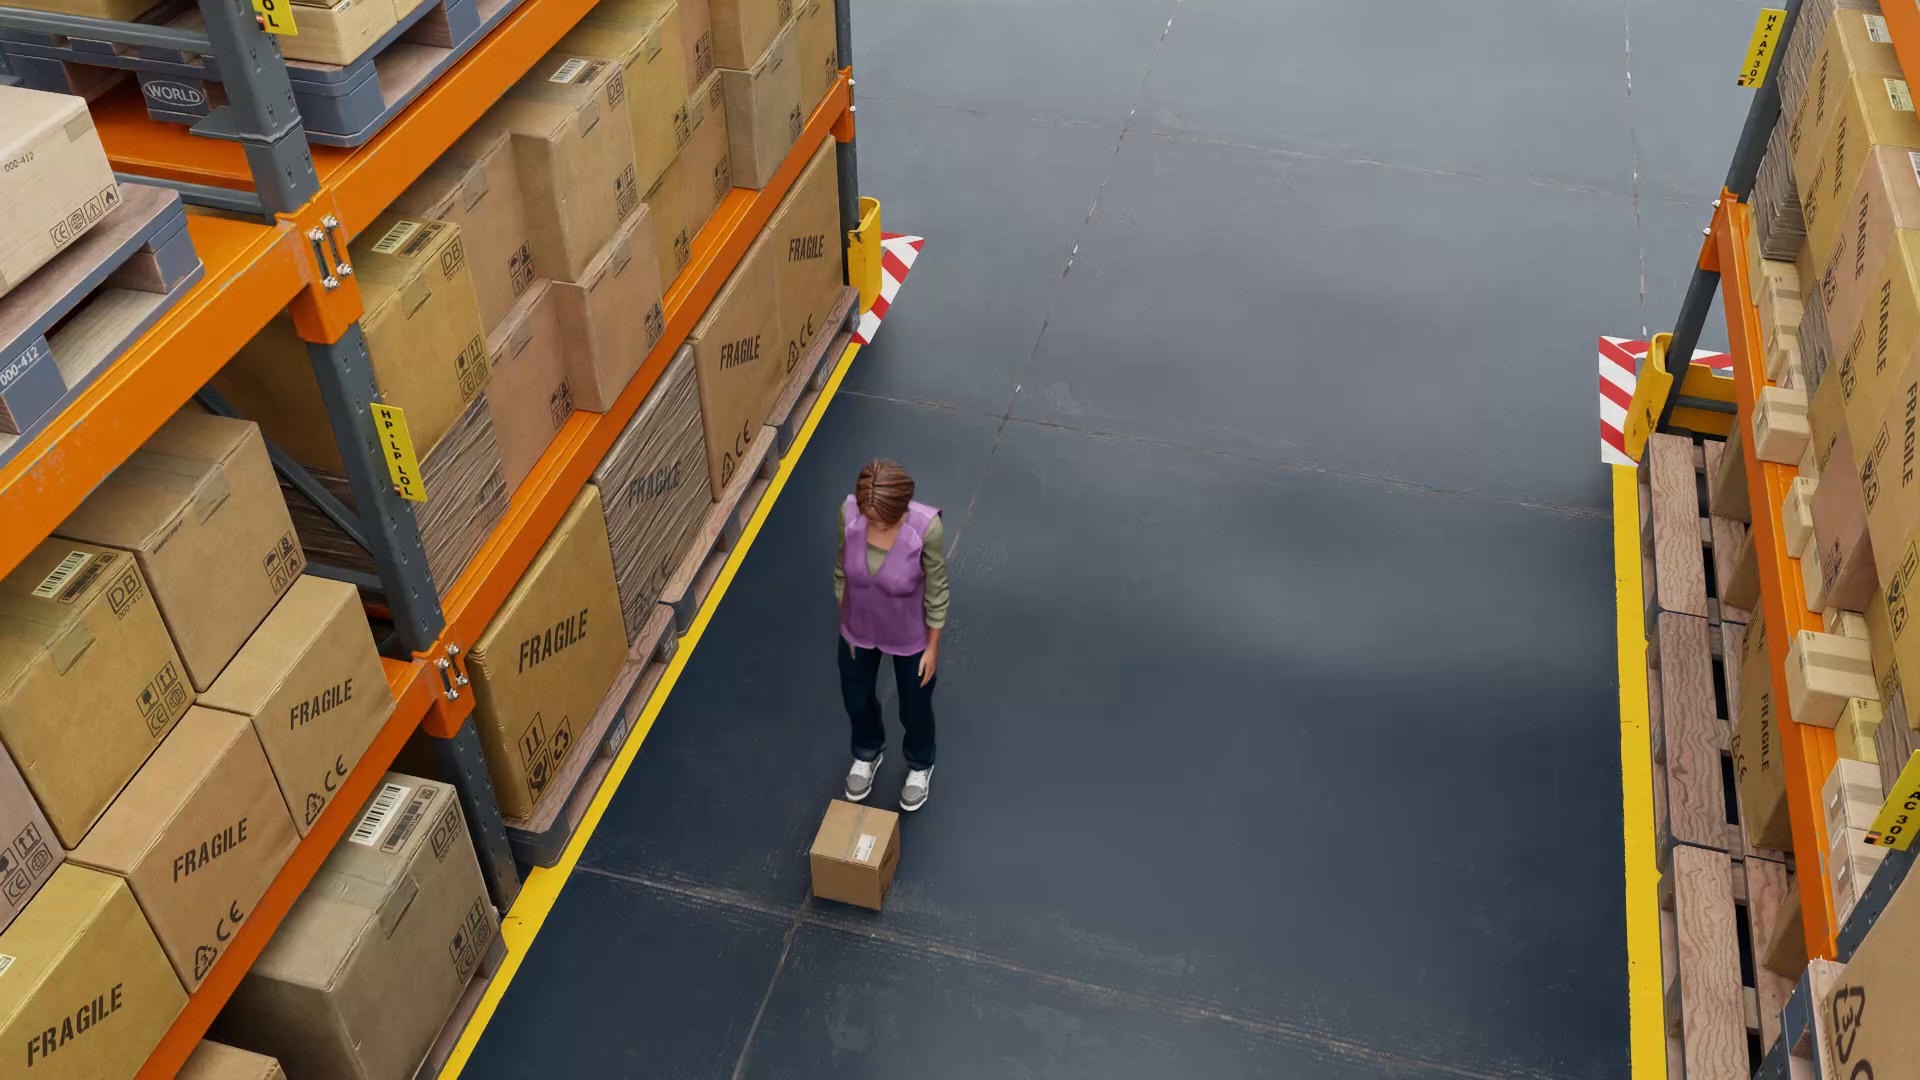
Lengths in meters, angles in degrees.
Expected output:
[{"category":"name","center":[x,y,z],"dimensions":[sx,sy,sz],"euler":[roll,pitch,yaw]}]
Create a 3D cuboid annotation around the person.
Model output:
[{"category":"person","center":[-0.230,0.328,5.811],"dimensions":[0.412,1.587,0.317],"euler":[11,43,12]}]
